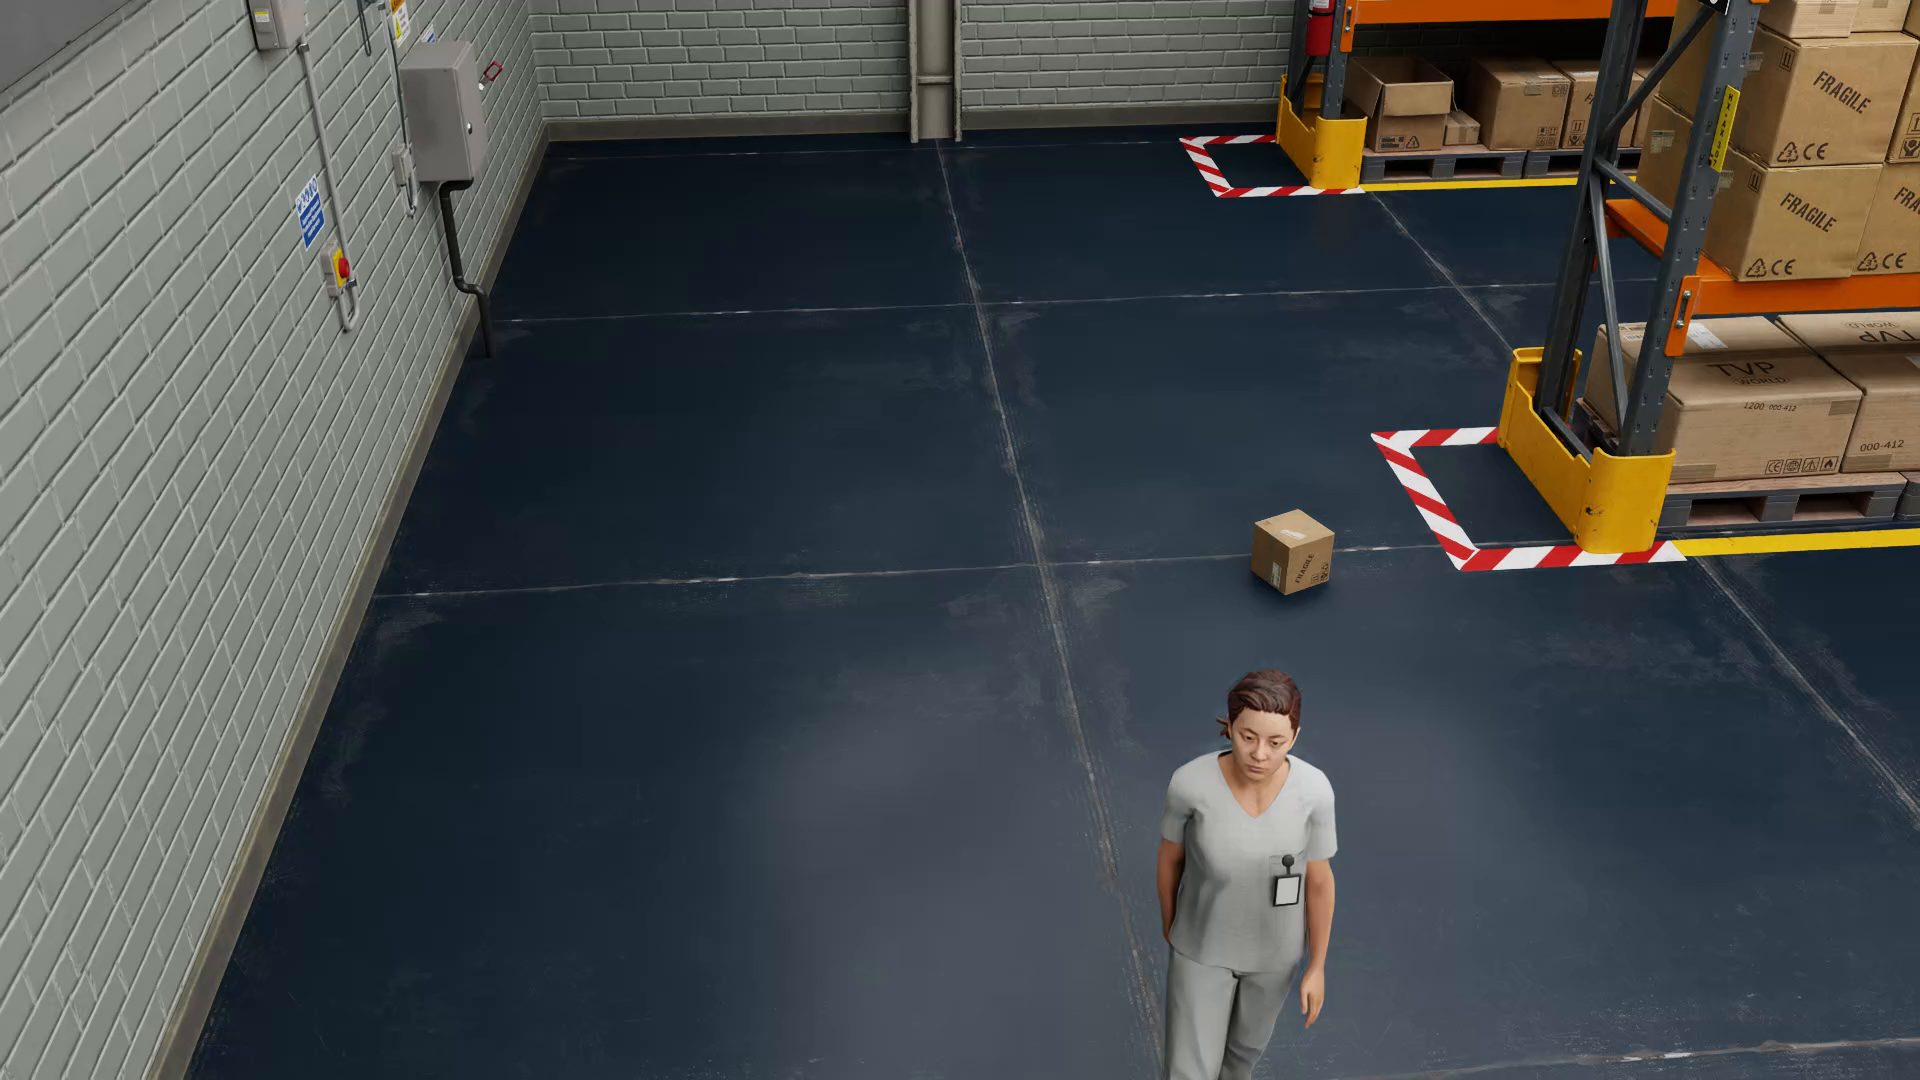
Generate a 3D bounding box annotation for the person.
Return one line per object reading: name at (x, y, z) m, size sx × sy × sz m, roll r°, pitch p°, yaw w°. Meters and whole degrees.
person at (0.727, 1.099, 4.341) m, size 0.445 × 1.727 × 0.514 m, roll 0°, pitch 31°, yaw 0°
